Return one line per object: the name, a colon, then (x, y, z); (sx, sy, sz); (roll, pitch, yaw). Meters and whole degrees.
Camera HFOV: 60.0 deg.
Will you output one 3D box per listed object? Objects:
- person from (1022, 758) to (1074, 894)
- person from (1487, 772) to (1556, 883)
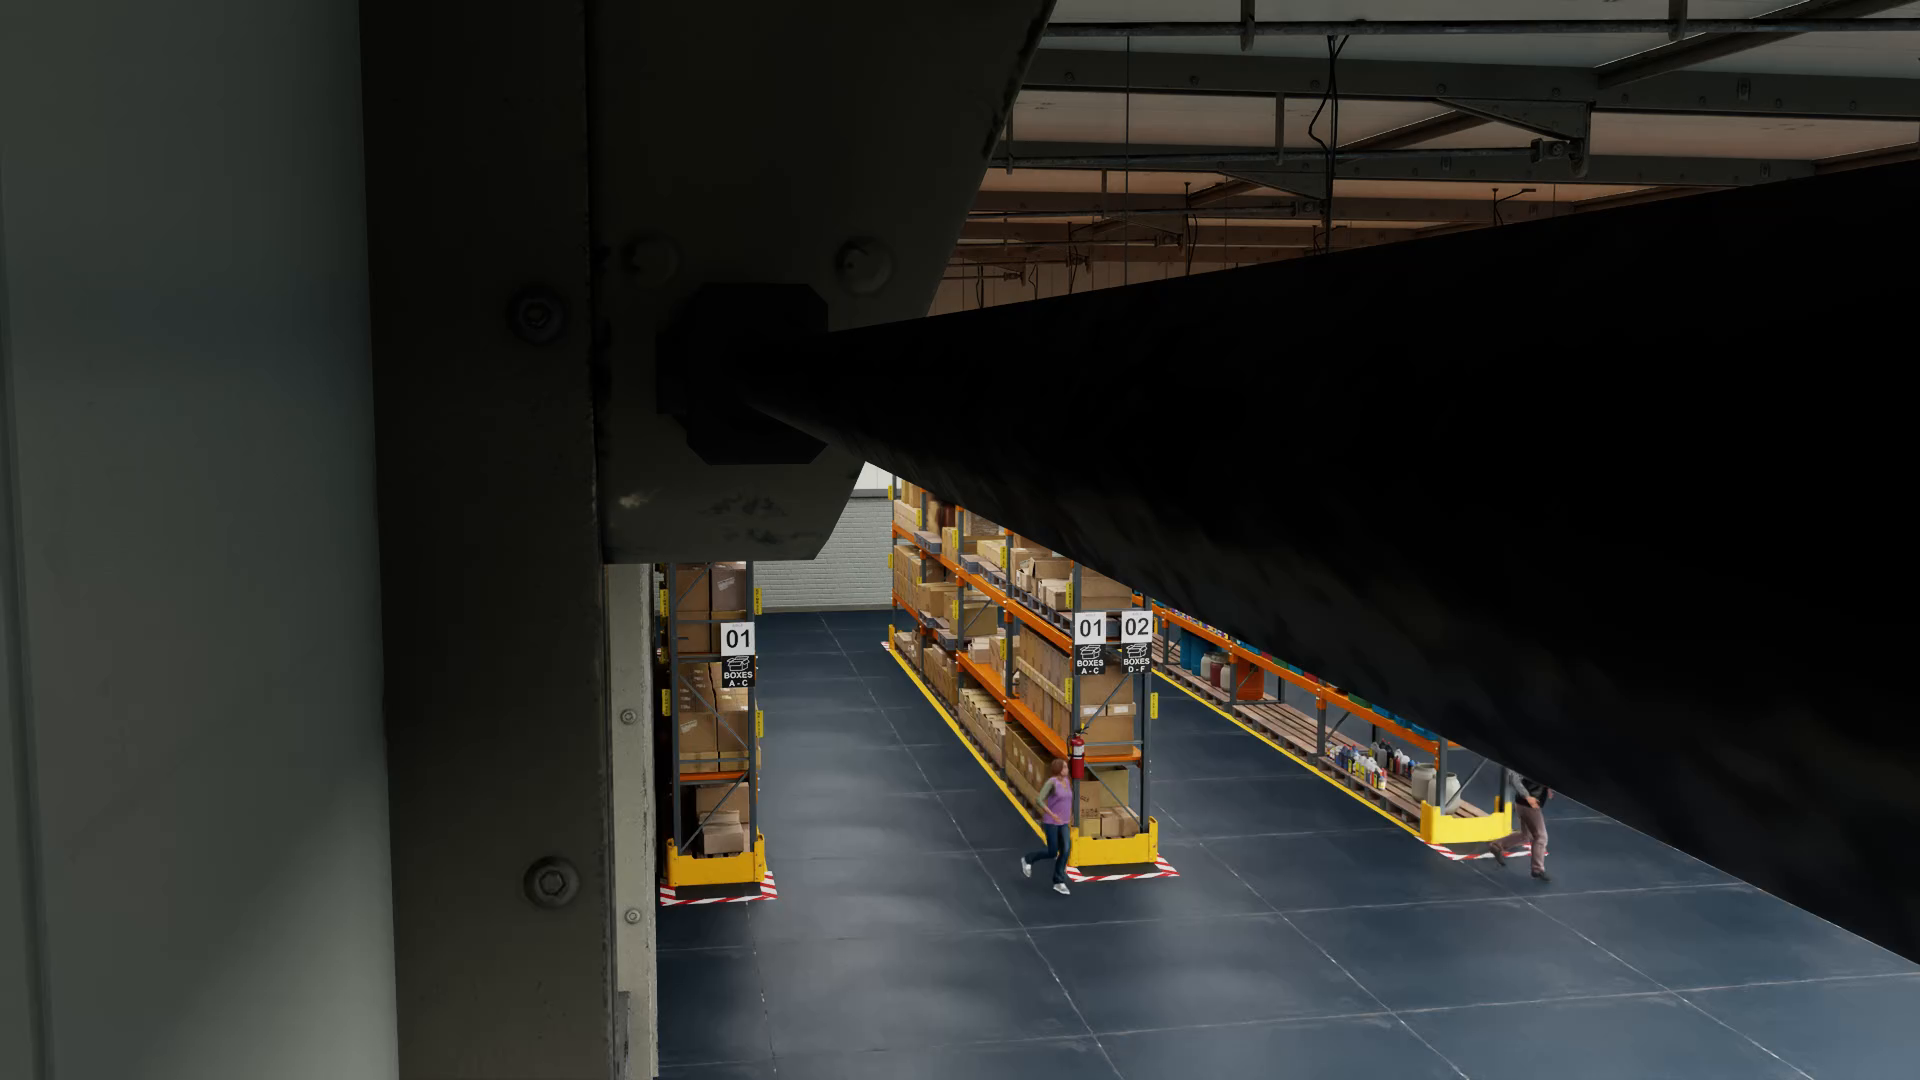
person: (1.165, 3.401, 20.023); (0.758, 1.544, 0.598); (6, 9, 44)
person: (6.940, 3.272, 20.437); (0.835, 1.740, 0.668); (3, 7, 29)
